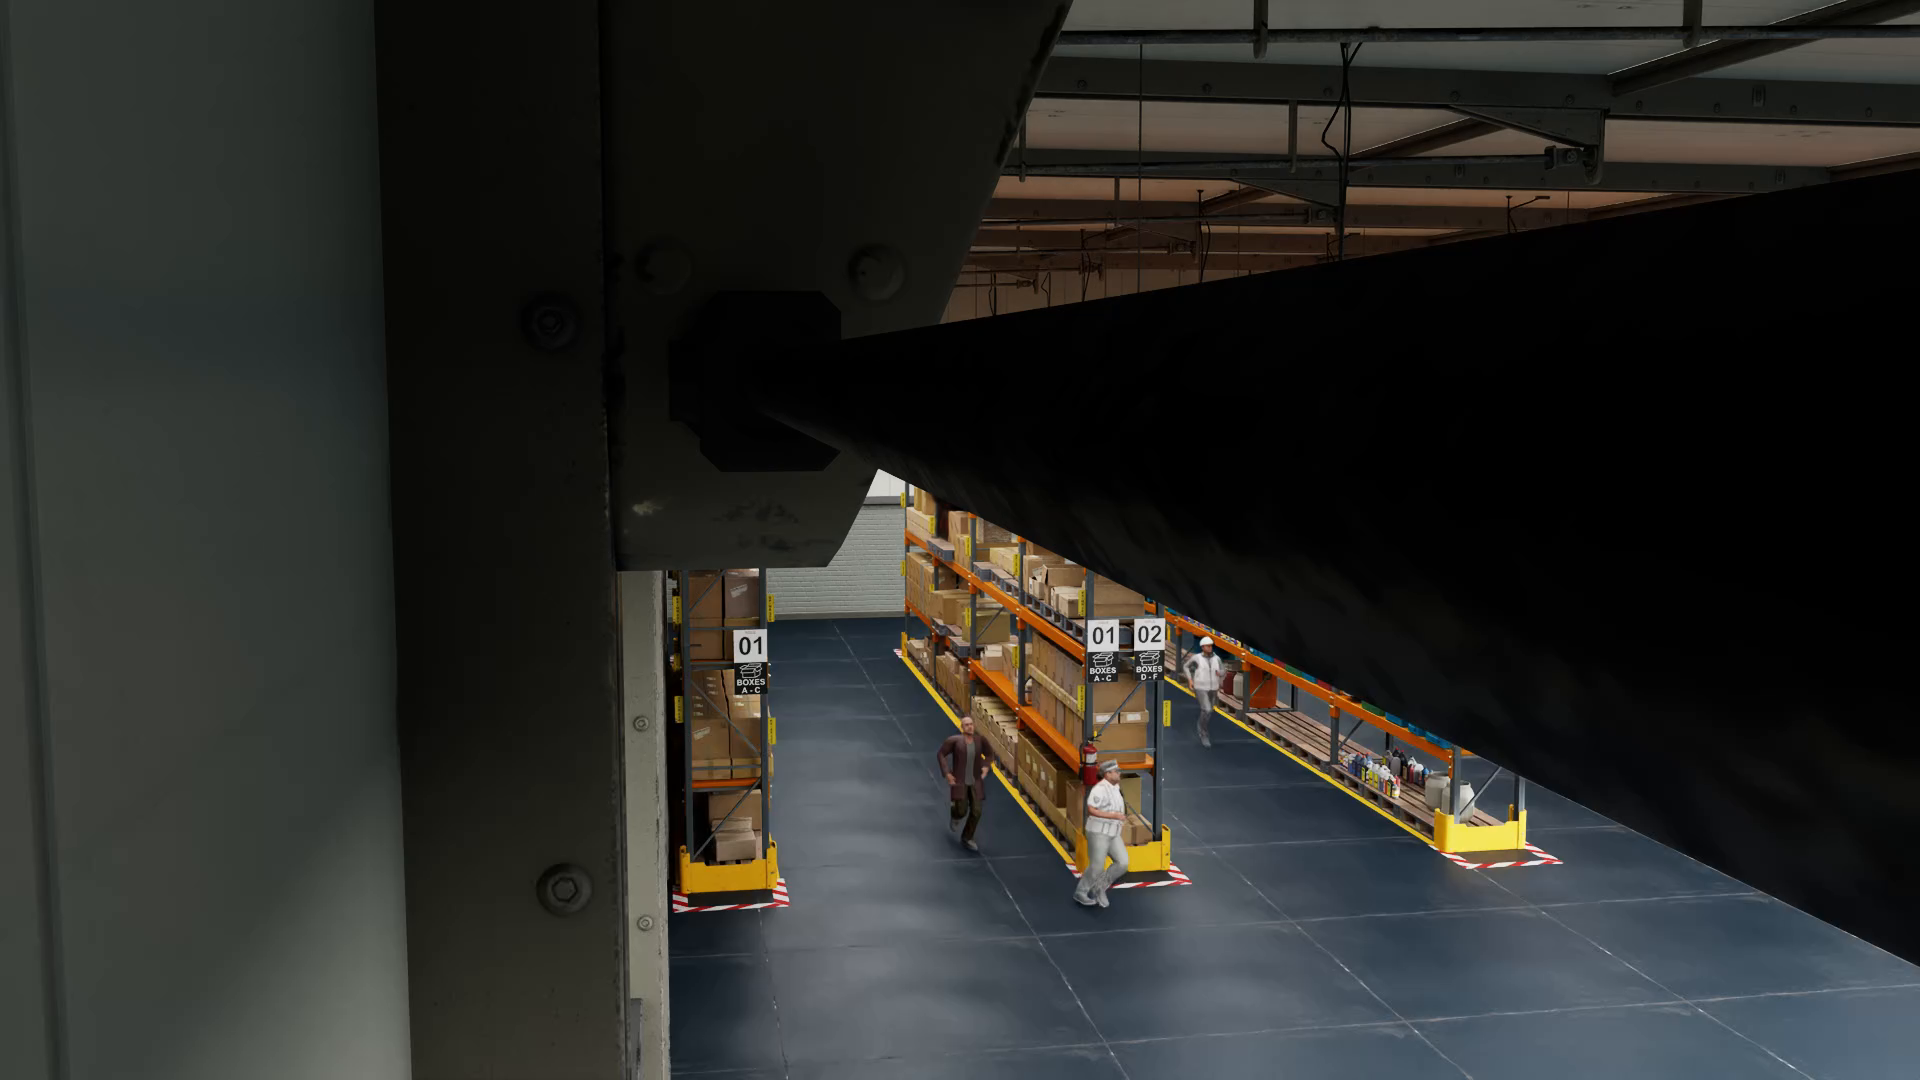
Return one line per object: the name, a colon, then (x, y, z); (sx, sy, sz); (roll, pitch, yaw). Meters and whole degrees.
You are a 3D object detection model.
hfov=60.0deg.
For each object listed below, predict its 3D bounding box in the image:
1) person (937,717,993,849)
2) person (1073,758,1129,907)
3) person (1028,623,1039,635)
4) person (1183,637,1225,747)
person: (0.087, 3.194, 22.037); (0.757, 1.735, 0.625); (-1, 6, -14)
person: (1.760, 3.454, 19.608); (0.653, 1.766, 0.666); (5, 8, 40)
person: (1.659, 1.900, 34.983); (0.552, 1.601, 0.542); (-3, 7, -26)
person: (4.151, 2.542, 28.073); (0.625, 1.833, 0.767); (-2, 6, -21)
